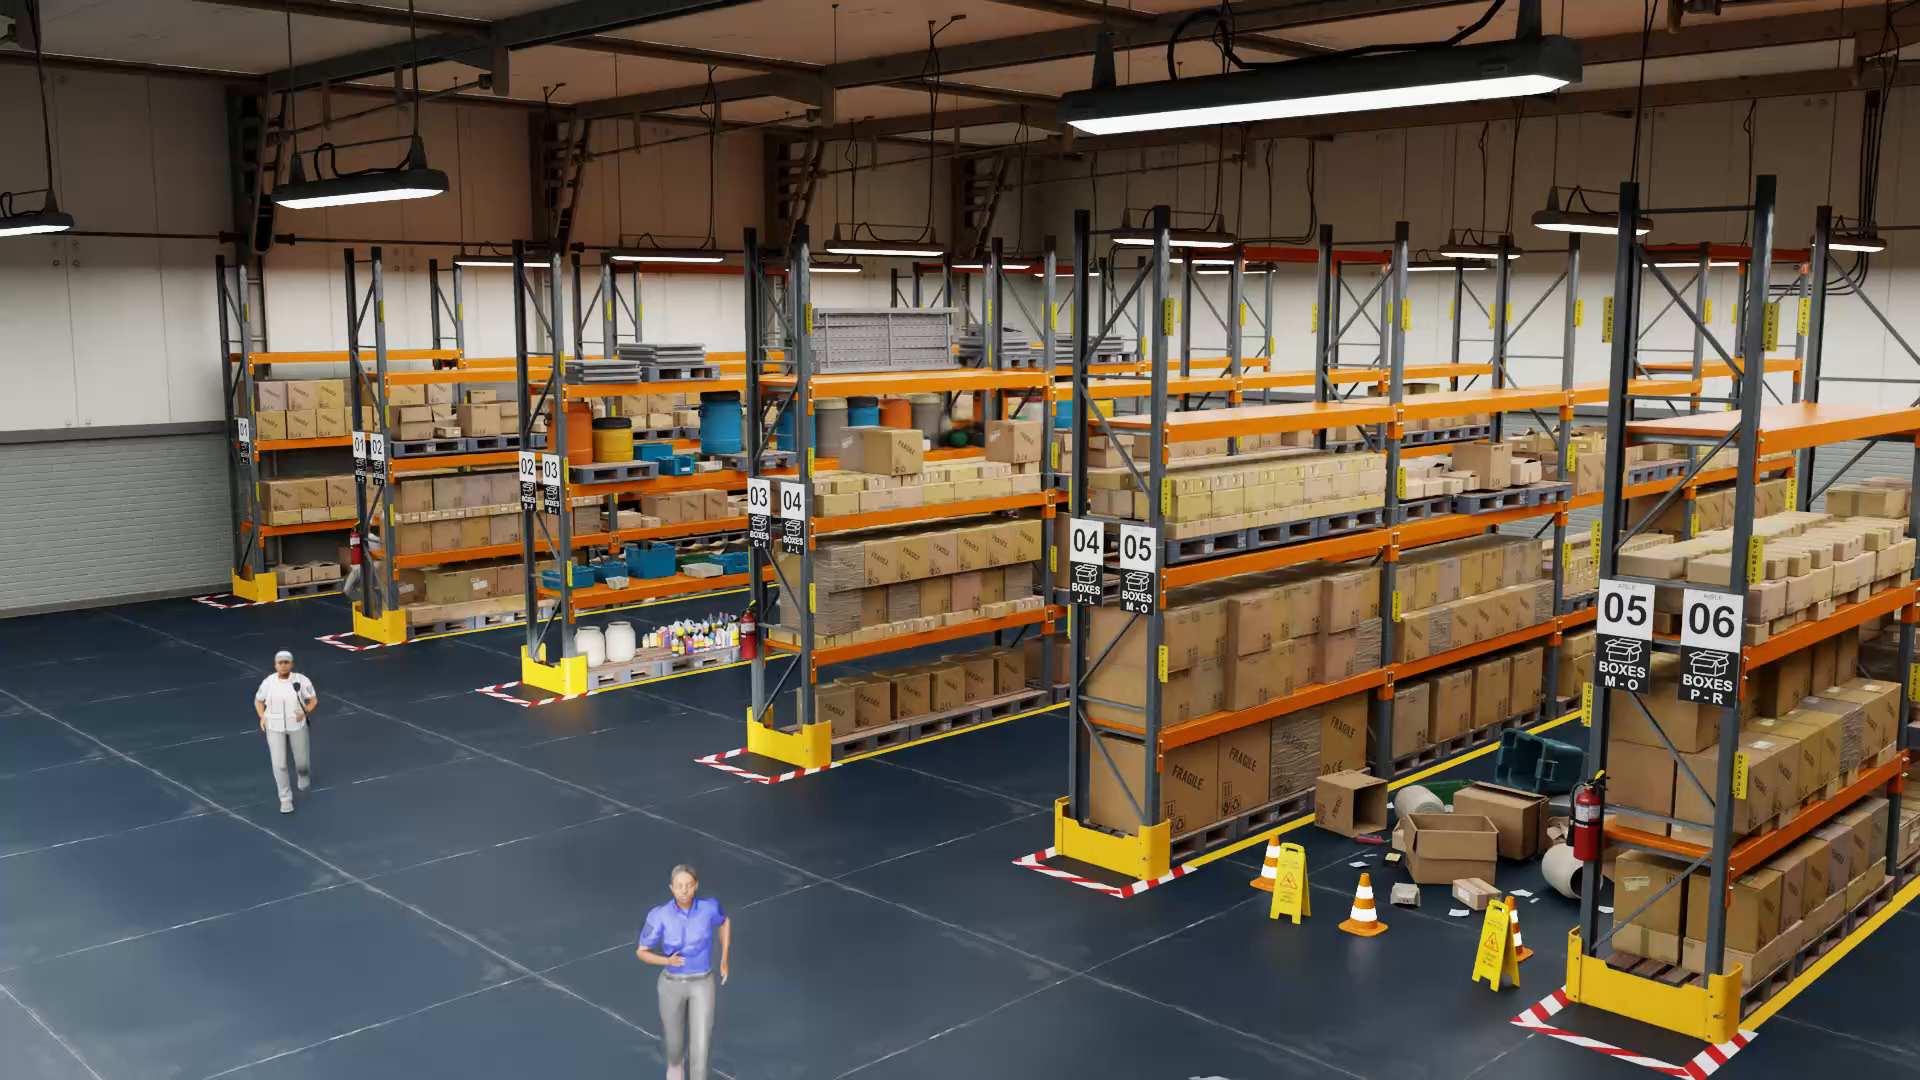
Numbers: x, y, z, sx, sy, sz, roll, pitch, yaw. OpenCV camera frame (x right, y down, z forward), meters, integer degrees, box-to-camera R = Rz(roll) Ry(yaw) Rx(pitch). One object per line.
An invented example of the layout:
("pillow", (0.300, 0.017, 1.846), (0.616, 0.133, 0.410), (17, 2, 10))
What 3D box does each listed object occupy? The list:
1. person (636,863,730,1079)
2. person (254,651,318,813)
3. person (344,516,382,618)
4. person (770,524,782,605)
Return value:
("person", (-1.739, 2.855, 10.542), (0.604, 1.647, 0.900), (-2, 8, -12))
("person", (-6.946, 1.944, 17.156), (0.615, 1.624, 0.685), (-3, 9, -18))
("person", (-9.701, 0.467, 27.089), (0.629, 1.759, 0.665), (4, 9, 28))
("person", (-2.897, 0.164, 27.535), (0.546, 1.766, 0.694), (8, 11, 43))
